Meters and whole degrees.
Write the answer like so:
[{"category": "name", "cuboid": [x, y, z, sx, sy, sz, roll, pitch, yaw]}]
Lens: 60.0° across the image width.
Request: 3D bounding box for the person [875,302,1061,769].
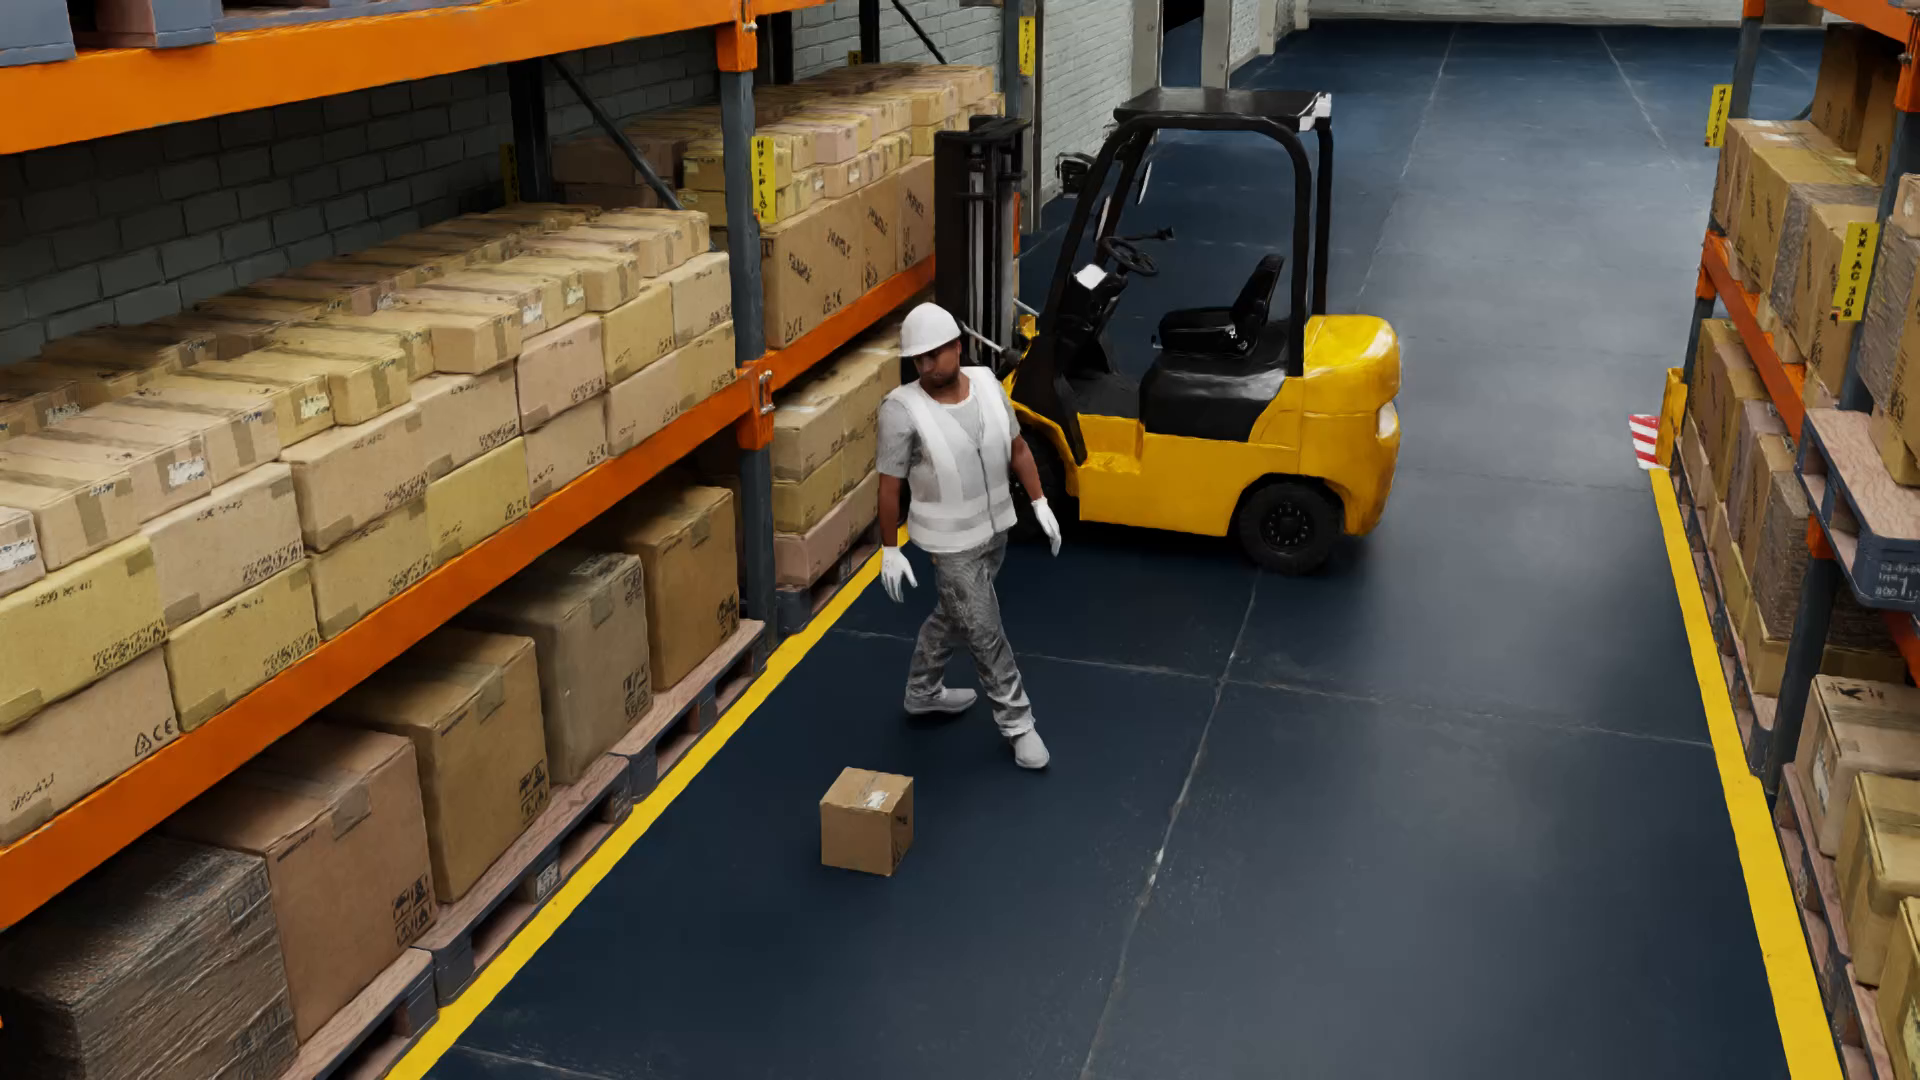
[{"category": "person", "cuboid": [0.031, -0.015, 6.124, 0.723, 1.746, 0.597, 17, 27, 36]}]
